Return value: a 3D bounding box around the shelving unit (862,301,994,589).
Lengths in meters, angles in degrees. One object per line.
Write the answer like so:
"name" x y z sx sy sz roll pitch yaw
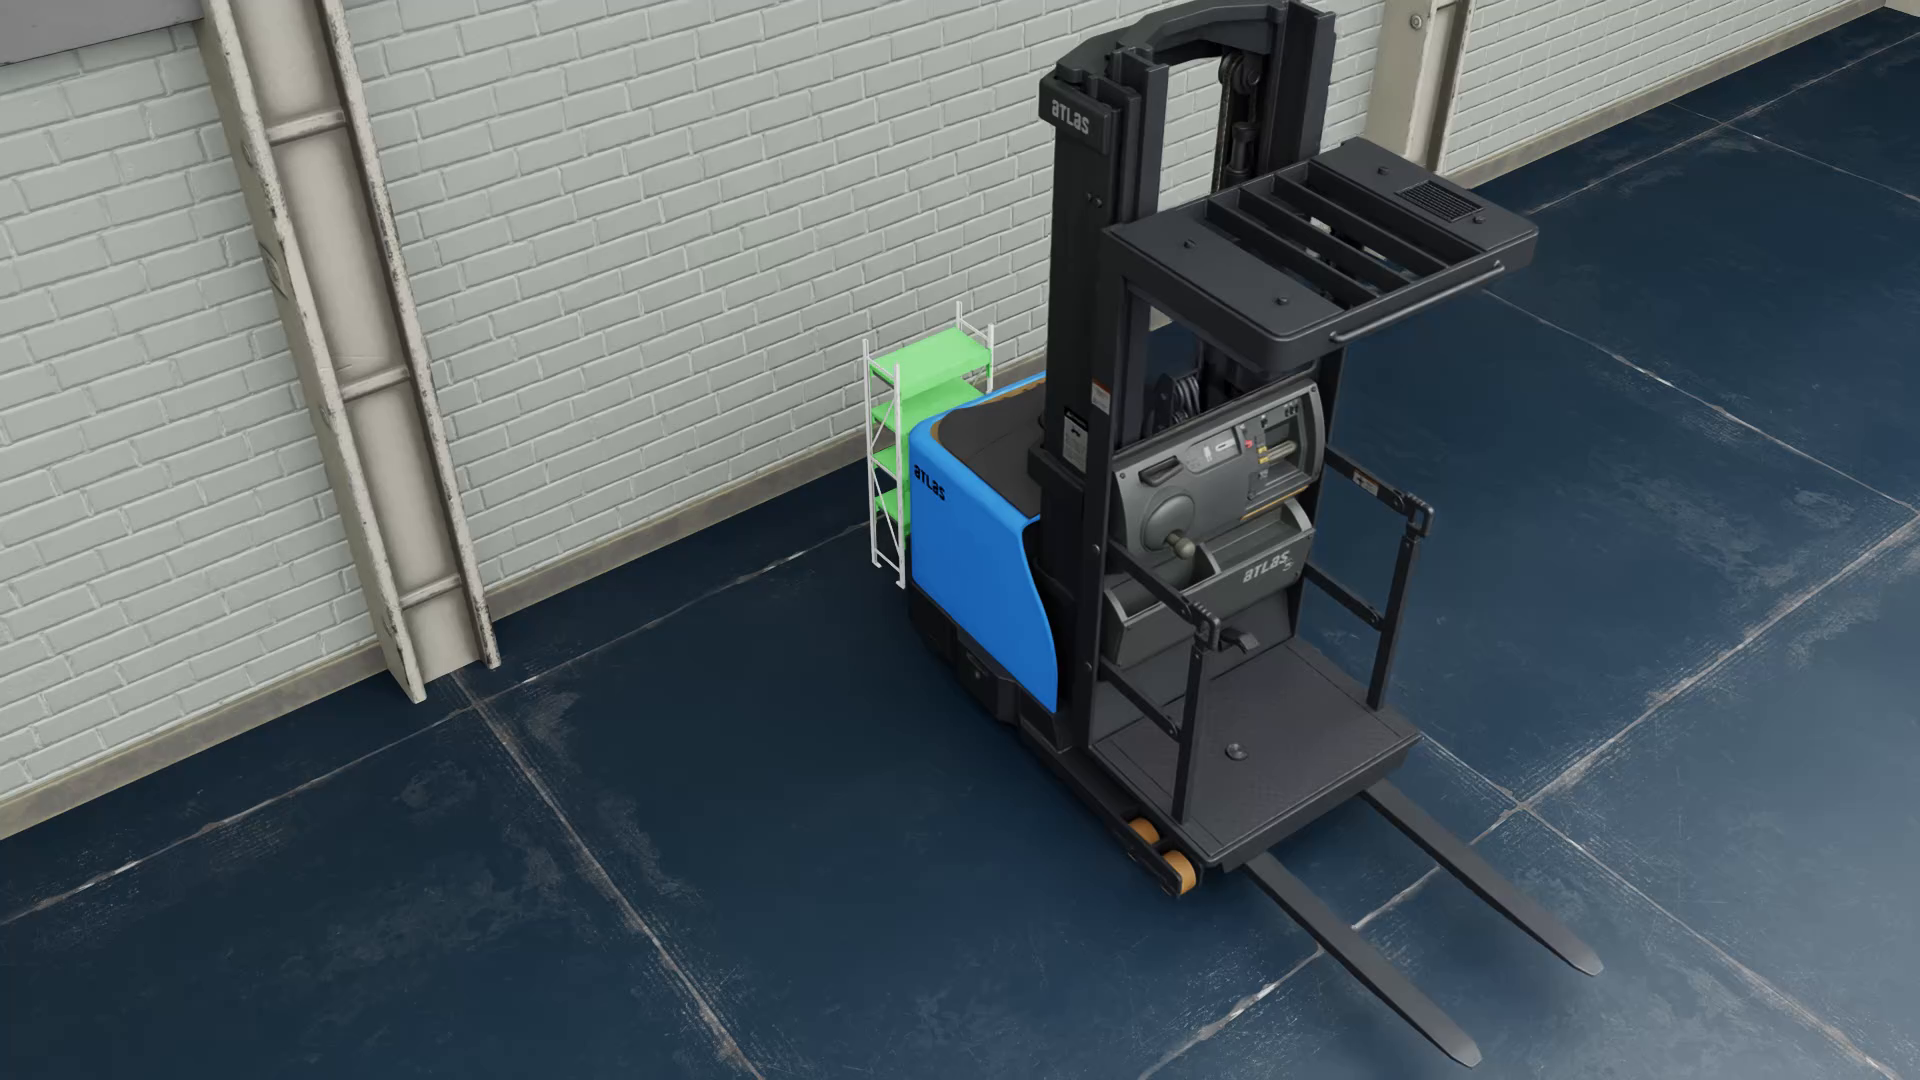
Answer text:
"shelving unit" -0.131 -0.400 7.291 0.503 1.200 0.258 -26 46 -28

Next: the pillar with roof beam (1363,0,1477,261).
"pillar with roof beam" 5.174 -3.104 4.439 0.400 9.000 9.100 -26 46 -28

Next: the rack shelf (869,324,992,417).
"rack shelf" -0.131 -0.722 7.028 0.480 0.148 0.258 -26 46 -28

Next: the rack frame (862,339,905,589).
"rack frame" -0.325 -0.306 7.176 0.015 1.200 0.240 -26 46 -28

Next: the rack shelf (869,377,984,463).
"rack shelf" -0.131 -0.536 7.180 0.480 0.148 0.258 -26 46 -28

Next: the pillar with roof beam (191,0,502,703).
"pillar with roof beam" 0.417 -0.785 1.612 0.400 9.000 9.100 -26 46 -28

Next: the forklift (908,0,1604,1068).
"forklift" 1.038 -0.172 5.649 1.130 2.935 3.031 -24 45 -27

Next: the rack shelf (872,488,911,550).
"rack shelf" -0.131 -0.165 7.484 0.480 0.148 0.258 -26 46 -28

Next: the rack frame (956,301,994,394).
"rack frame" 0.062 -0.494 7.406 0.015 1.200 0.240 -26 46 -28

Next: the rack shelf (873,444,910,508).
"rack shelf" -0.131 -0.350 7.332 0.480 0.148 0.258 -26 46 -28

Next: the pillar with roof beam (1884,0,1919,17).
"pillar with roof beam" 9.932 -5.423 7.265 0.400 9.000 9.100 -26 46 -28
